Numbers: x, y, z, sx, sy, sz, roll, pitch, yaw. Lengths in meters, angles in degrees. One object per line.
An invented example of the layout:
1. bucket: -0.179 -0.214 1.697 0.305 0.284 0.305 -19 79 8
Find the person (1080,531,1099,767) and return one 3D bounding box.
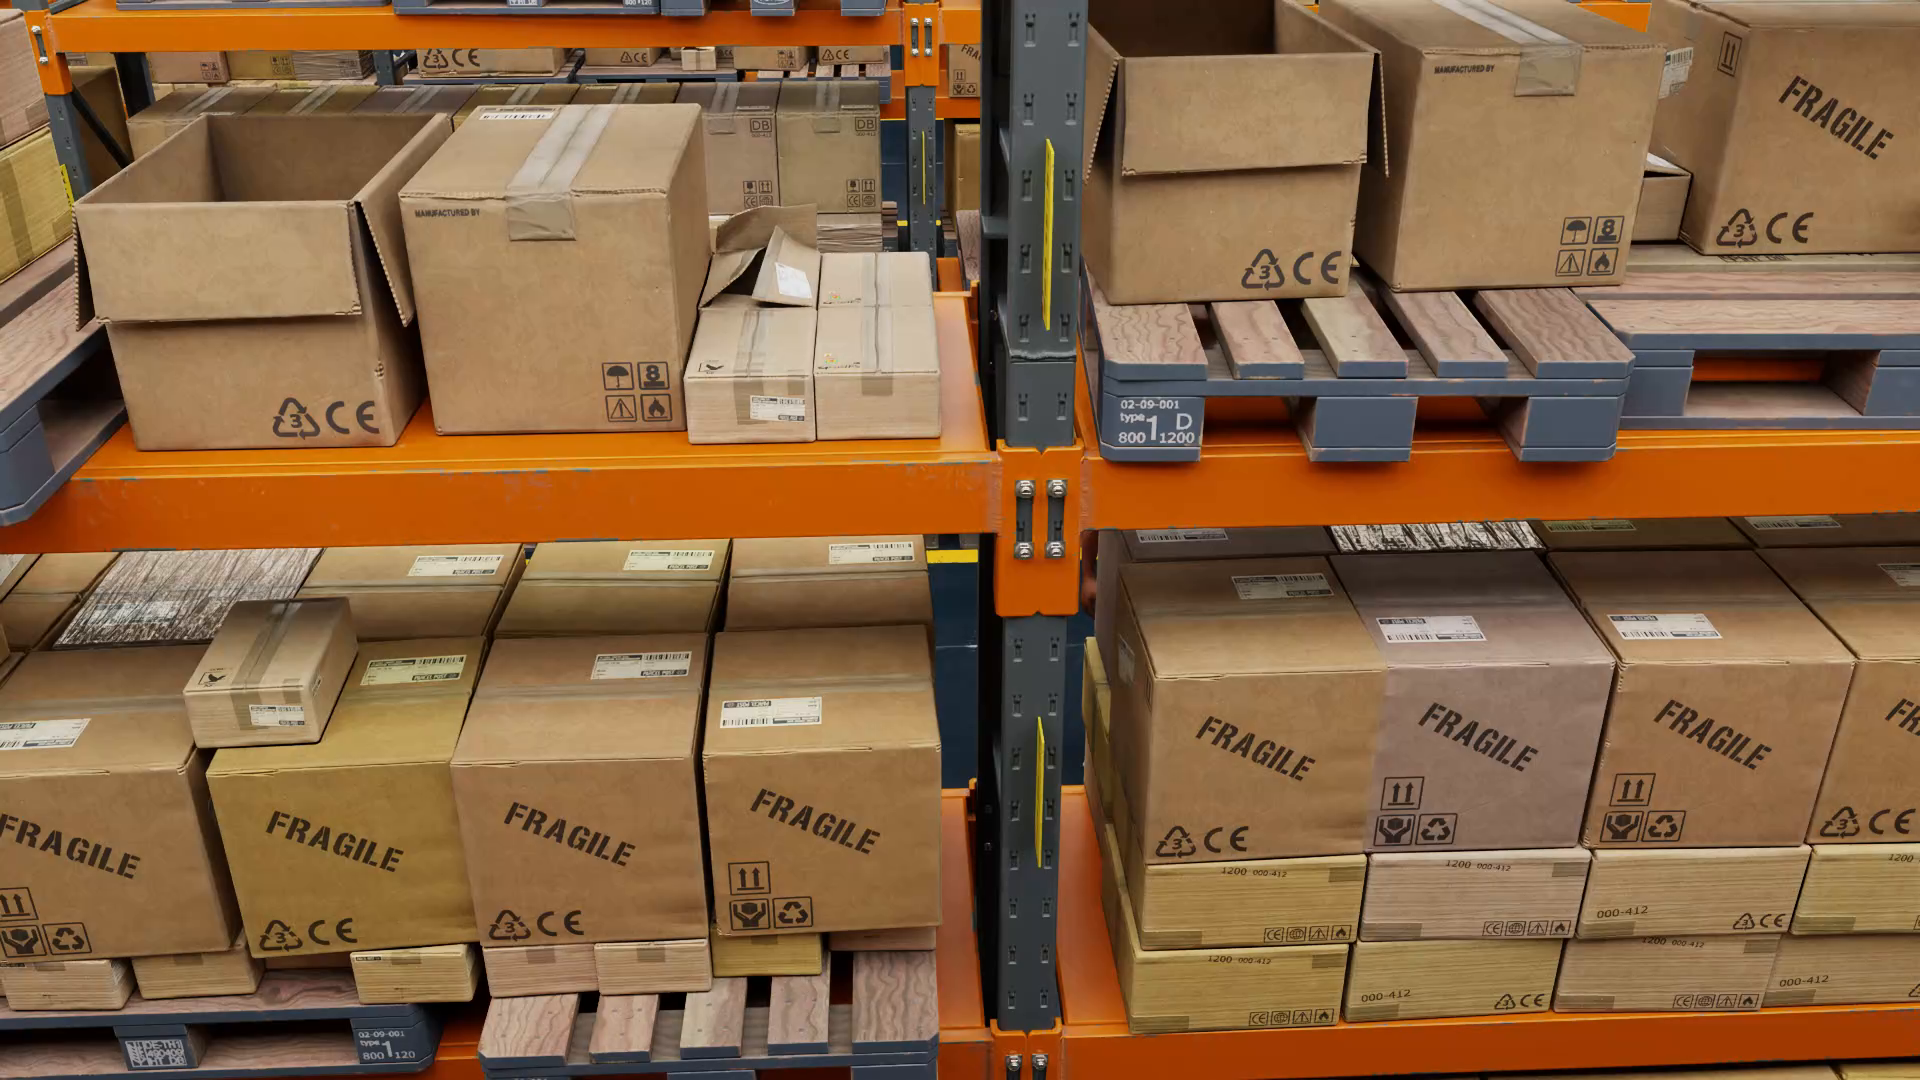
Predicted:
1. person: 0.800 0.155 6.802 0.627 1.758 0.456 -1 27 -2
